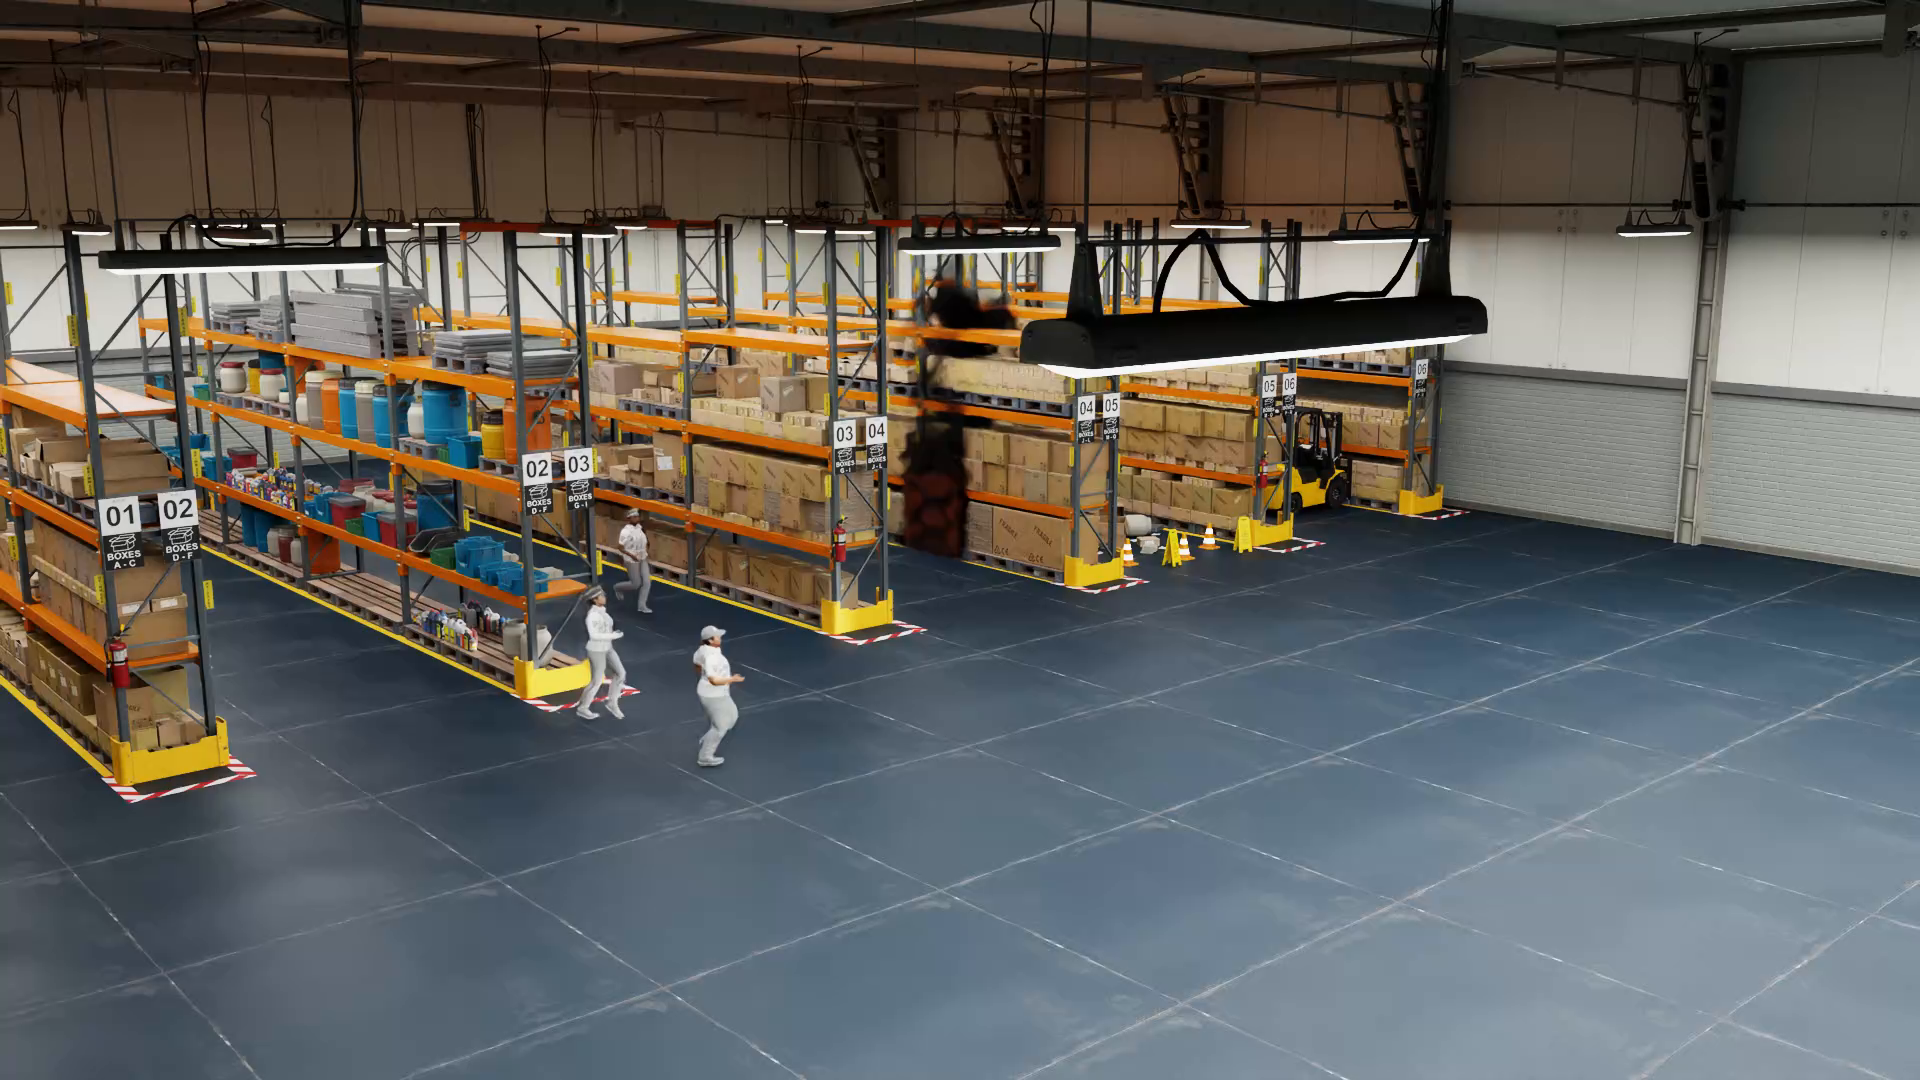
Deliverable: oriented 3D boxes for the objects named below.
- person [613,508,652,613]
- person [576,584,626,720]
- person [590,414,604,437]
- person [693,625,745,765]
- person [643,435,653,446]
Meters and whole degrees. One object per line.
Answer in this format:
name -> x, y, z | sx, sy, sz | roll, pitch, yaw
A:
person -> -5.125, 0.304, 26.170 | 0.737, 1.664, 0.577 | 8, 14, 33
person -> -4.461, 1.402, 20.653 | 0.623, 1.736, 0.618 | 1, 11, 3
person -> -8.963, -2.633, 40.725 | 0.627, 1.672, 0.664 | -11, 16, -43
person -> -2.745, 1.760, 18.998 | 0.559, 1.627, 0.592 | -3, 12, -13
person -> -7.665, -2.672, 41.226 | 0.476, 1.555, 0.613 | 5, 12, 22
